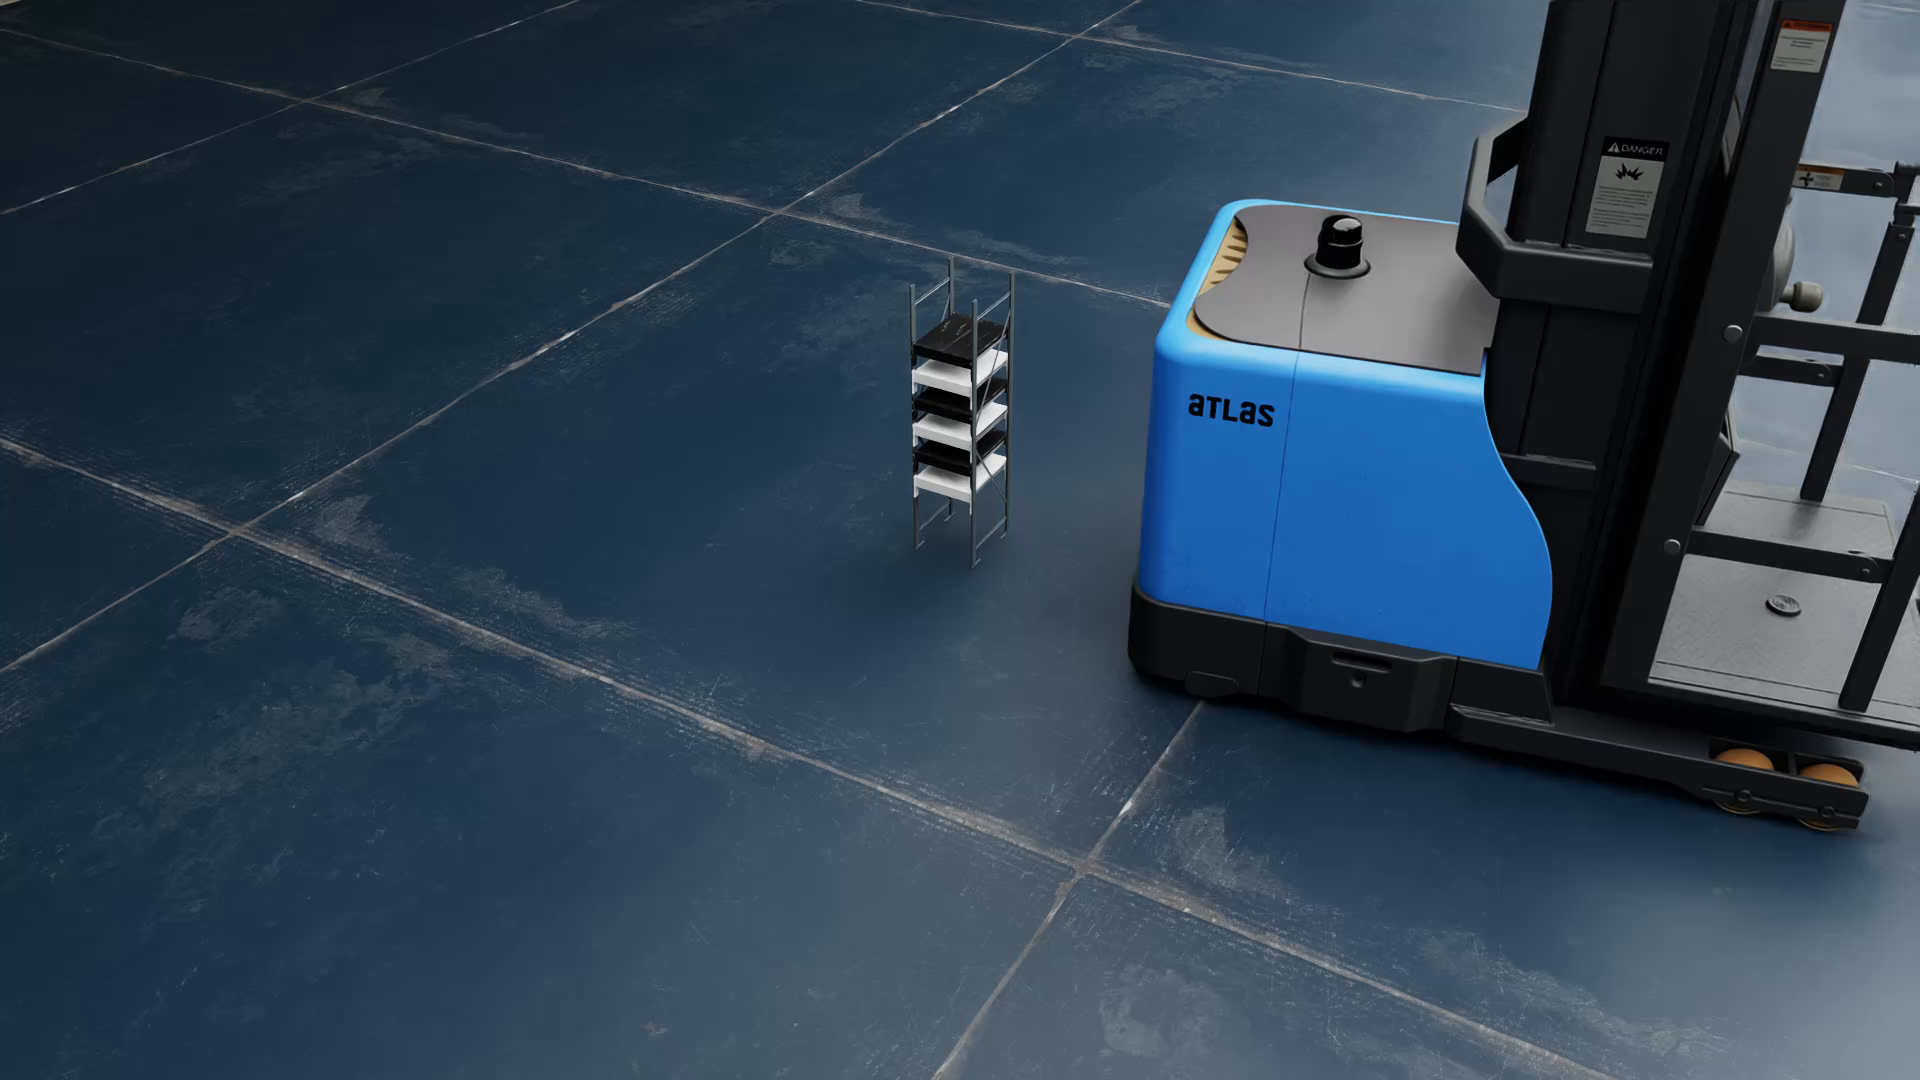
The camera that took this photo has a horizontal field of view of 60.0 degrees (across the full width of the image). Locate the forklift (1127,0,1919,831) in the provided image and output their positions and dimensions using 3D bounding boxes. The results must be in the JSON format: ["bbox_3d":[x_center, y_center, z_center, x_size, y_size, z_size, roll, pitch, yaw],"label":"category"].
[{"bbox_3d":[2.043,-0.824,3.844,3.031,2.935,1.130,10,35,15],"label":"forklift"}]

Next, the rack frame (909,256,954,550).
[{"bbox_3d":[-0.081,-0.400,5.039,0.006,0.900,0.240,18,37,24],"label":"rack frame"}]

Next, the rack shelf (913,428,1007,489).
[{"bbox_3d":[0.007,-0.270,5.066,0.200,0.077,0.258,18,37,24],"label":"rack shelf"}]

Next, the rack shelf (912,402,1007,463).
[{"bbox_3d":[0.007,-0.345,5.016,0.200,0.077,0.258,18,37,24],"label":"rack shelf"}]

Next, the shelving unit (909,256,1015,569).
[{"bbox_3d":[0.007,-0.372,4.997,0.210,0.900,0.258,18,37,24],"label":"shelving unit"}]

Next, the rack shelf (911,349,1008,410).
[{"bbox_3d":[0.007,-0.494,4.916,0.200,0.077,0.258,18,37,24],"label":"rack shelf"}]

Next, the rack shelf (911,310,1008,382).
[{"bbox_3d":[0.007,-0.569,4.866,0.200,0.077,0.258,18,37,24],"label":"rack shelf"}]

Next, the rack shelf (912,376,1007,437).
[{"bbox_3d":[0.007,-0.419,4.966,0.200,0.077,0.258,18,37,24],"label":"rack shelf"}]

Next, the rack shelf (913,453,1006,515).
[{"bbox_3d":[0.007,-0.195,5.115,0.200,0.077,0.258,18,37,24],"label":"rack shelf"}]

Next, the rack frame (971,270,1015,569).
[{"bbox_3d":[0.095,-0.344,4.955,0.006,0.900,0.240,18,37,24],"label":"rack frame"}]
